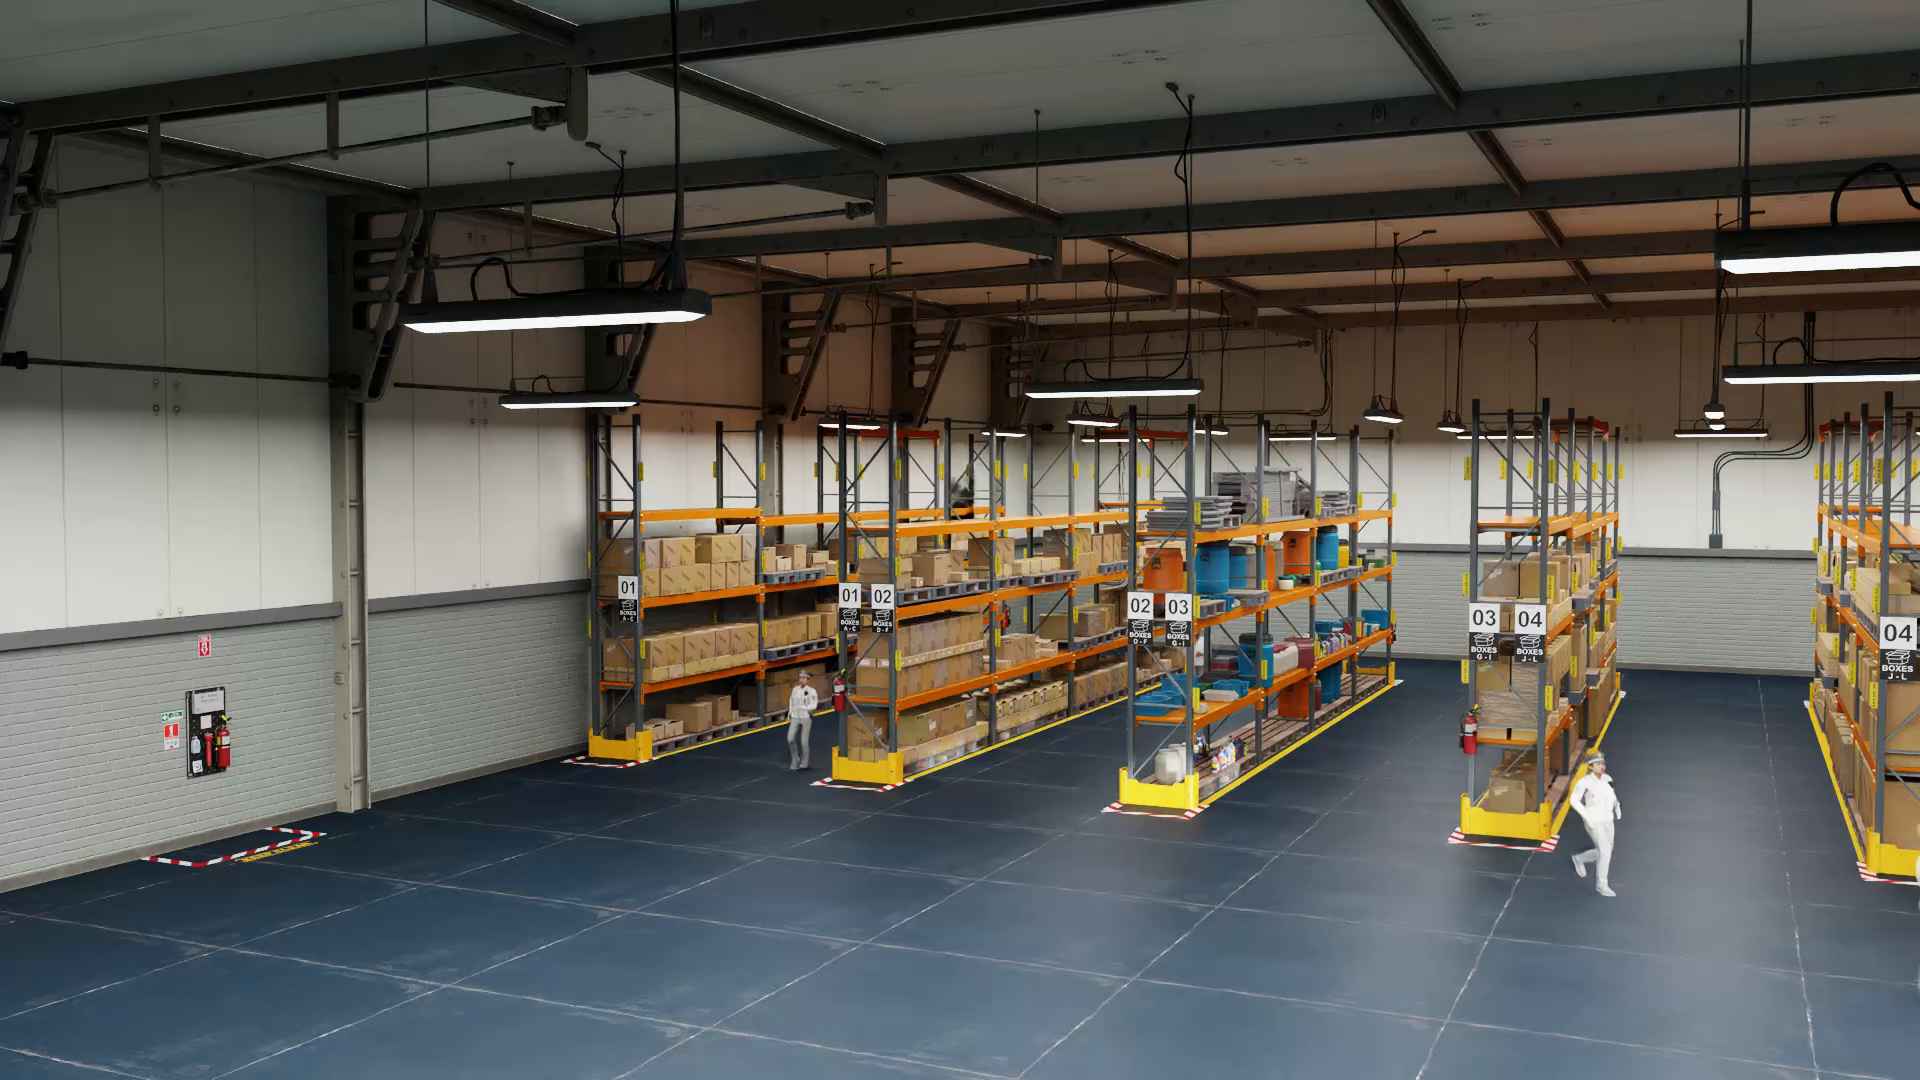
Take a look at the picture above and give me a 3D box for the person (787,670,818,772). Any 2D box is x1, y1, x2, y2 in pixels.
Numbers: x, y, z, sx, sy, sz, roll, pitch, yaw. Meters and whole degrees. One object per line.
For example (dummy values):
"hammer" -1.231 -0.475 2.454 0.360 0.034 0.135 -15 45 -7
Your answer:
"person" -2.664 3.017 27.846 0.574 1.695 0.594 1 2 14

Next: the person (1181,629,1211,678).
"person" 4.988 2.657 35.210 0.660 1.820 0.778 1 2 15

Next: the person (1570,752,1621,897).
"person" 7.591 3.358 19.859 0.613 1.687 0.662 -1 3 -21
